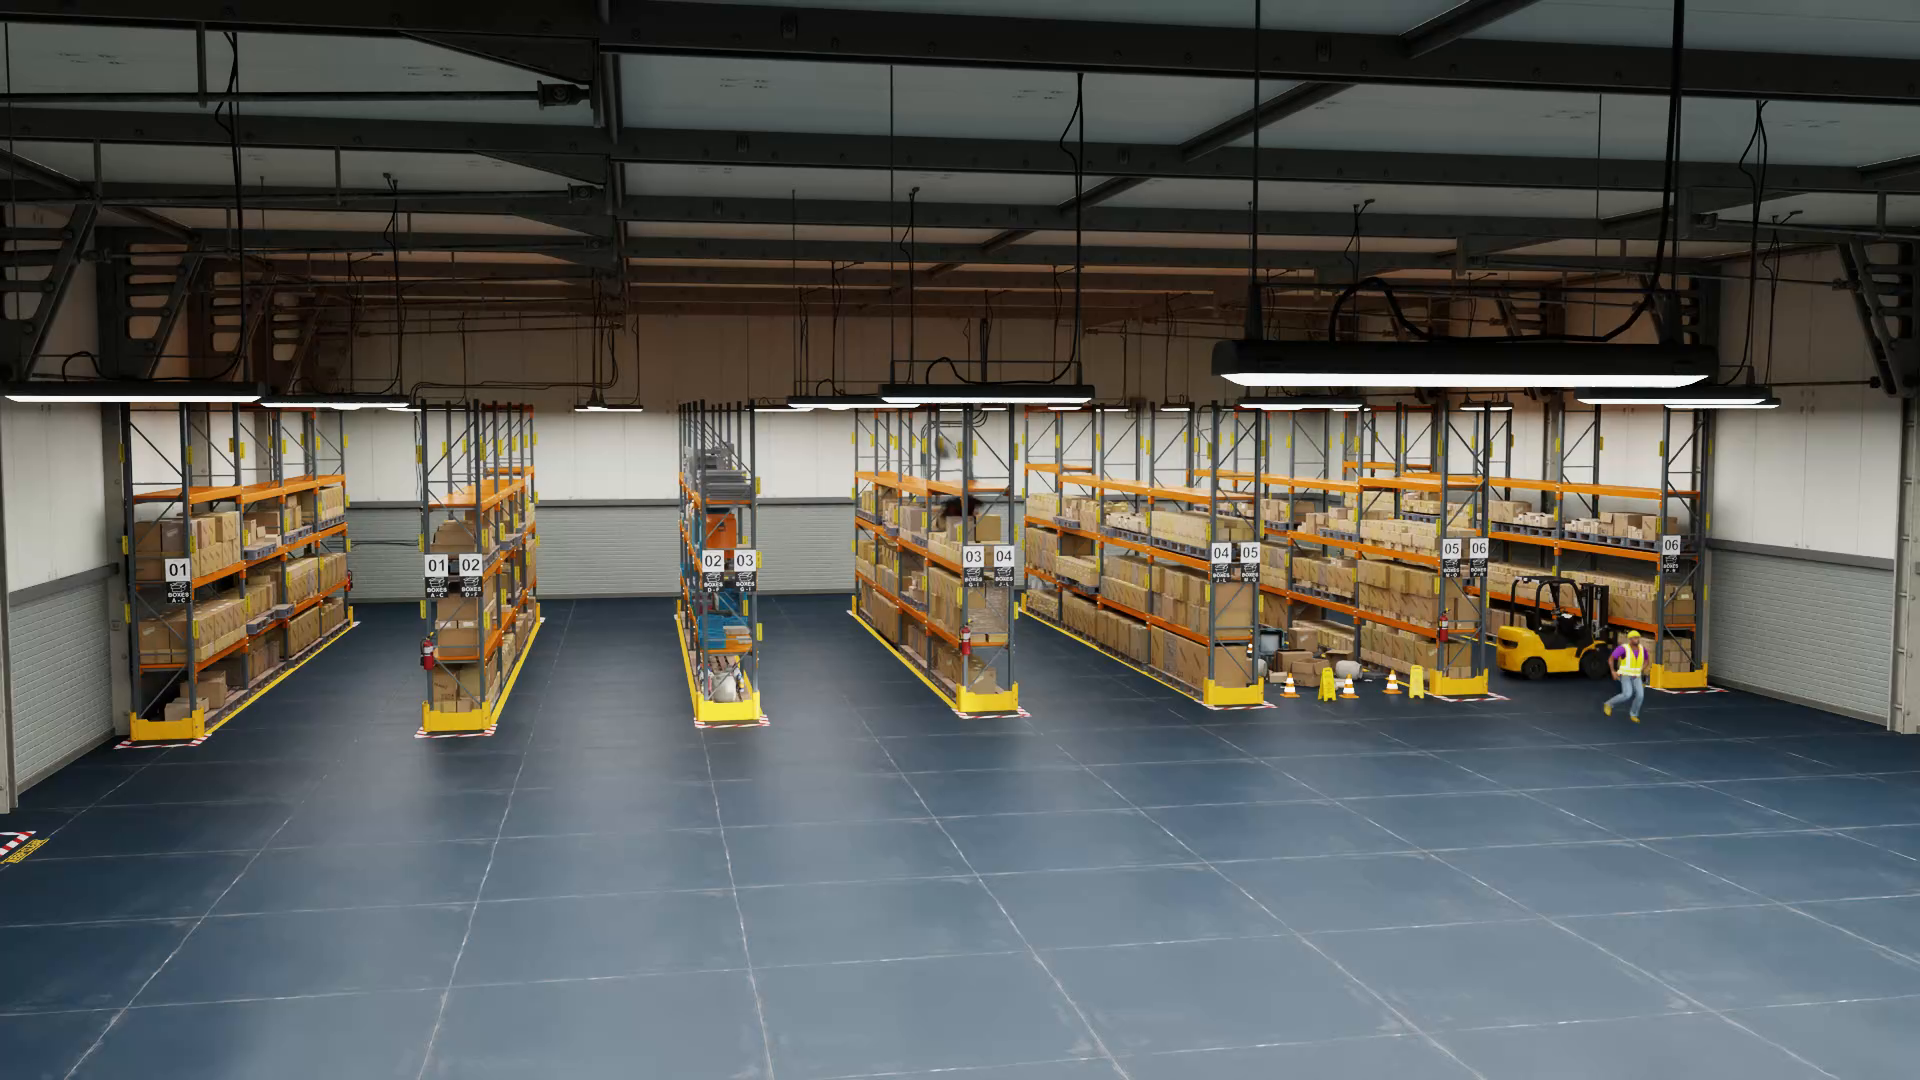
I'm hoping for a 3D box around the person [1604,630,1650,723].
[{"bbox_3d":[12.505,2.545,31.065,0.837,1.738,0.572,-1,5,-19],"label":"person"}]

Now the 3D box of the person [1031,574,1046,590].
[{"bbox_3d":[2.418,1.077,50.203,0.598,1.743,0.664,-4,6,-43],"label":"person"}]
